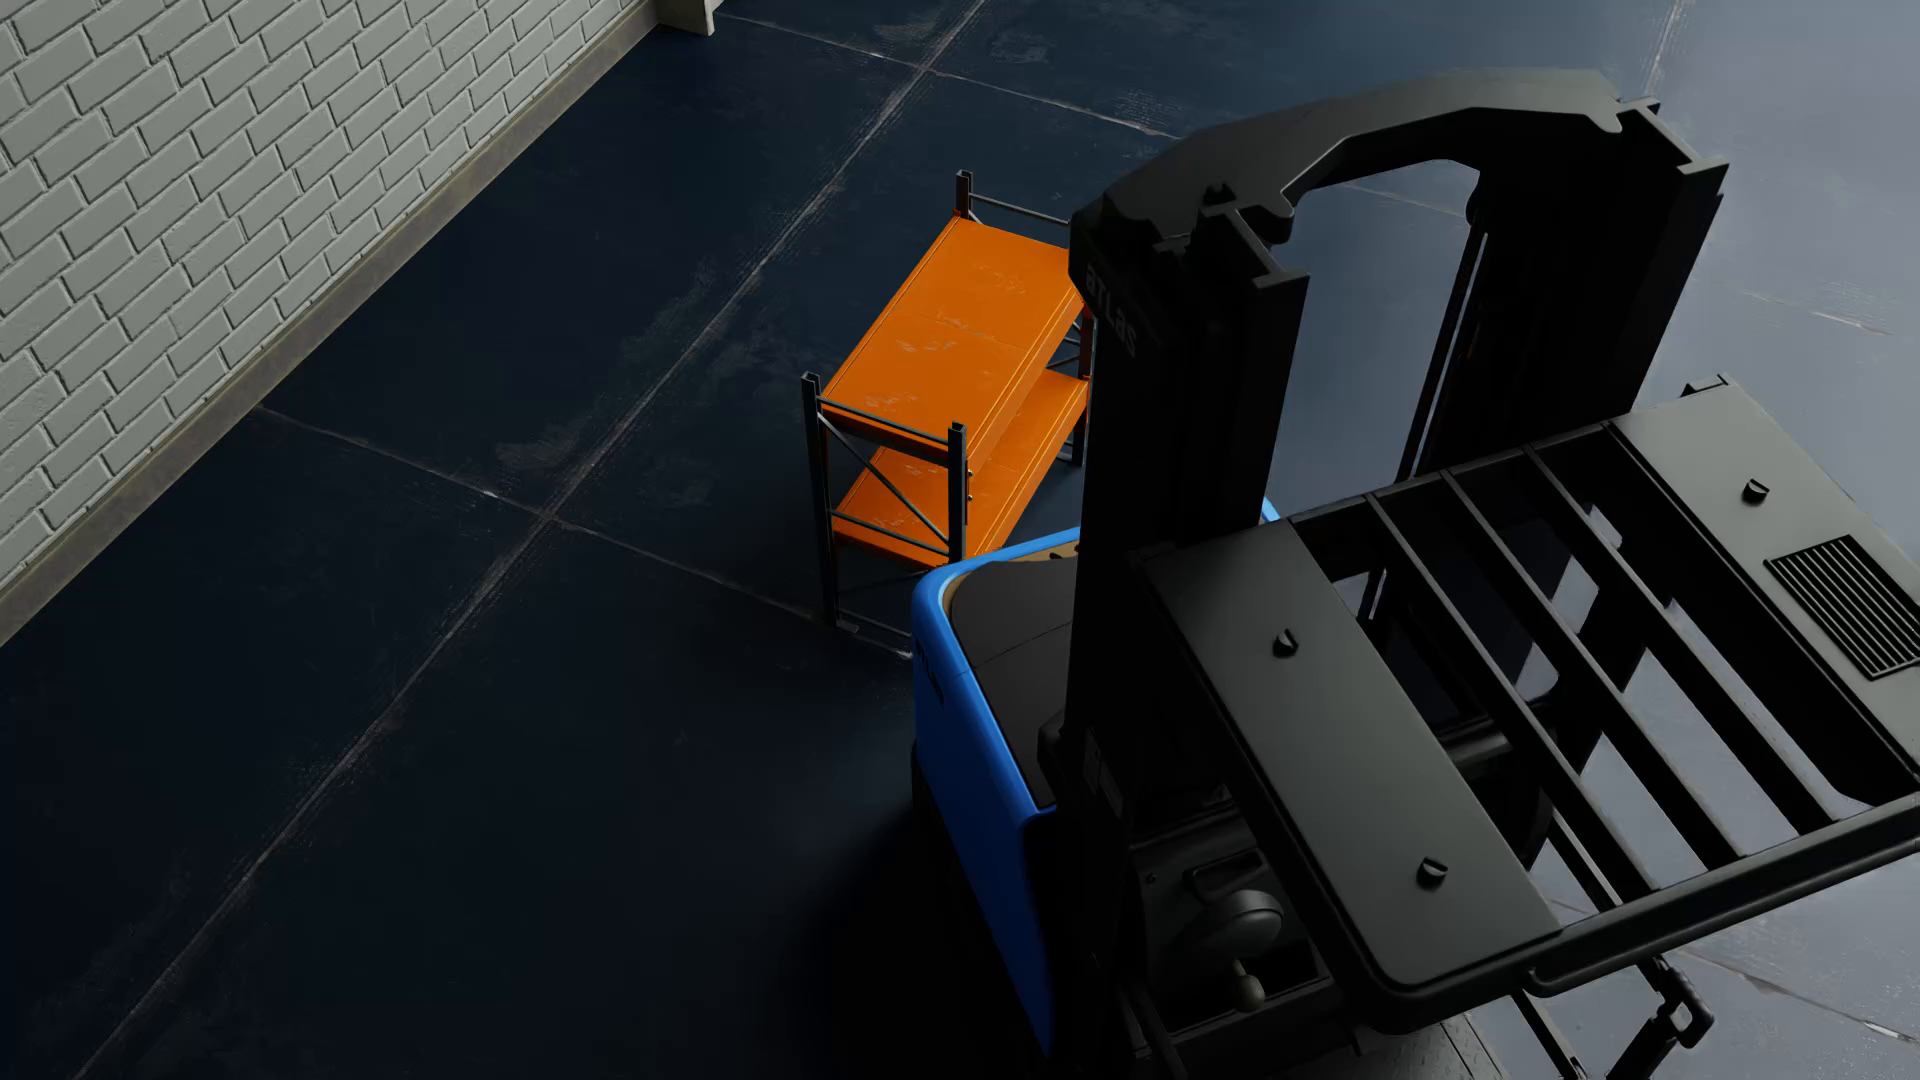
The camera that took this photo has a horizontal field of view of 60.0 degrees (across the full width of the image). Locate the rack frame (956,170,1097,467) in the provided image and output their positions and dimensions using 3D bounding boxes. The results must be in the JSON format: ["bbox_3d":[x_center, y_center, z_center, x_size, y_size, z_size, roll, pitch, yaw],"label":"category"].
[{"bbox_3d":[0.220,-0.719,5.623,0.500,1.125,0.032,20,52,16],"label":"rack frame"}]

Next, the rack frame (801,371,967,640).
[{"bbox_3d":[-0.214,-0.019,5.028,0.500,1.125,0.032,20,52,16],"label":"rack frame"}]

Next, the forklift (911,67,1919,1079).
[{"bbox_3d":[0.859,0.755,3.183,1.130,2.935,3.031,-16,52,-13],"label":"forklift"}]

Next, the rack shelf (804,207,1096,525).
[{"bbox_3d":[0.003,-0.559,5.103,0.538,0.278,1.000,20,52,16],"label":"rack shelf"}]

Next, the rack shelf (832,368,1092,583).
[{"bbox_3d":[0.003,-0.211,5.512,0.538,0.278,1.000,20,52,16],"label":"rack shelf"}]

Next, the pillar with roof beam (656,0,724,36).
[{"bbox_3d":[2.667,-4.049,3.286,9.100,9.000,0.400,20,52,16],"label":"pillar with roof beam"}]

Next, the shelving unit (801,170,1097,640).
[{"bbox_3d":[0.003,-0.369,5.326,0.538,1.125,1.048,20,52,16],"label":"shelving unit"}]
